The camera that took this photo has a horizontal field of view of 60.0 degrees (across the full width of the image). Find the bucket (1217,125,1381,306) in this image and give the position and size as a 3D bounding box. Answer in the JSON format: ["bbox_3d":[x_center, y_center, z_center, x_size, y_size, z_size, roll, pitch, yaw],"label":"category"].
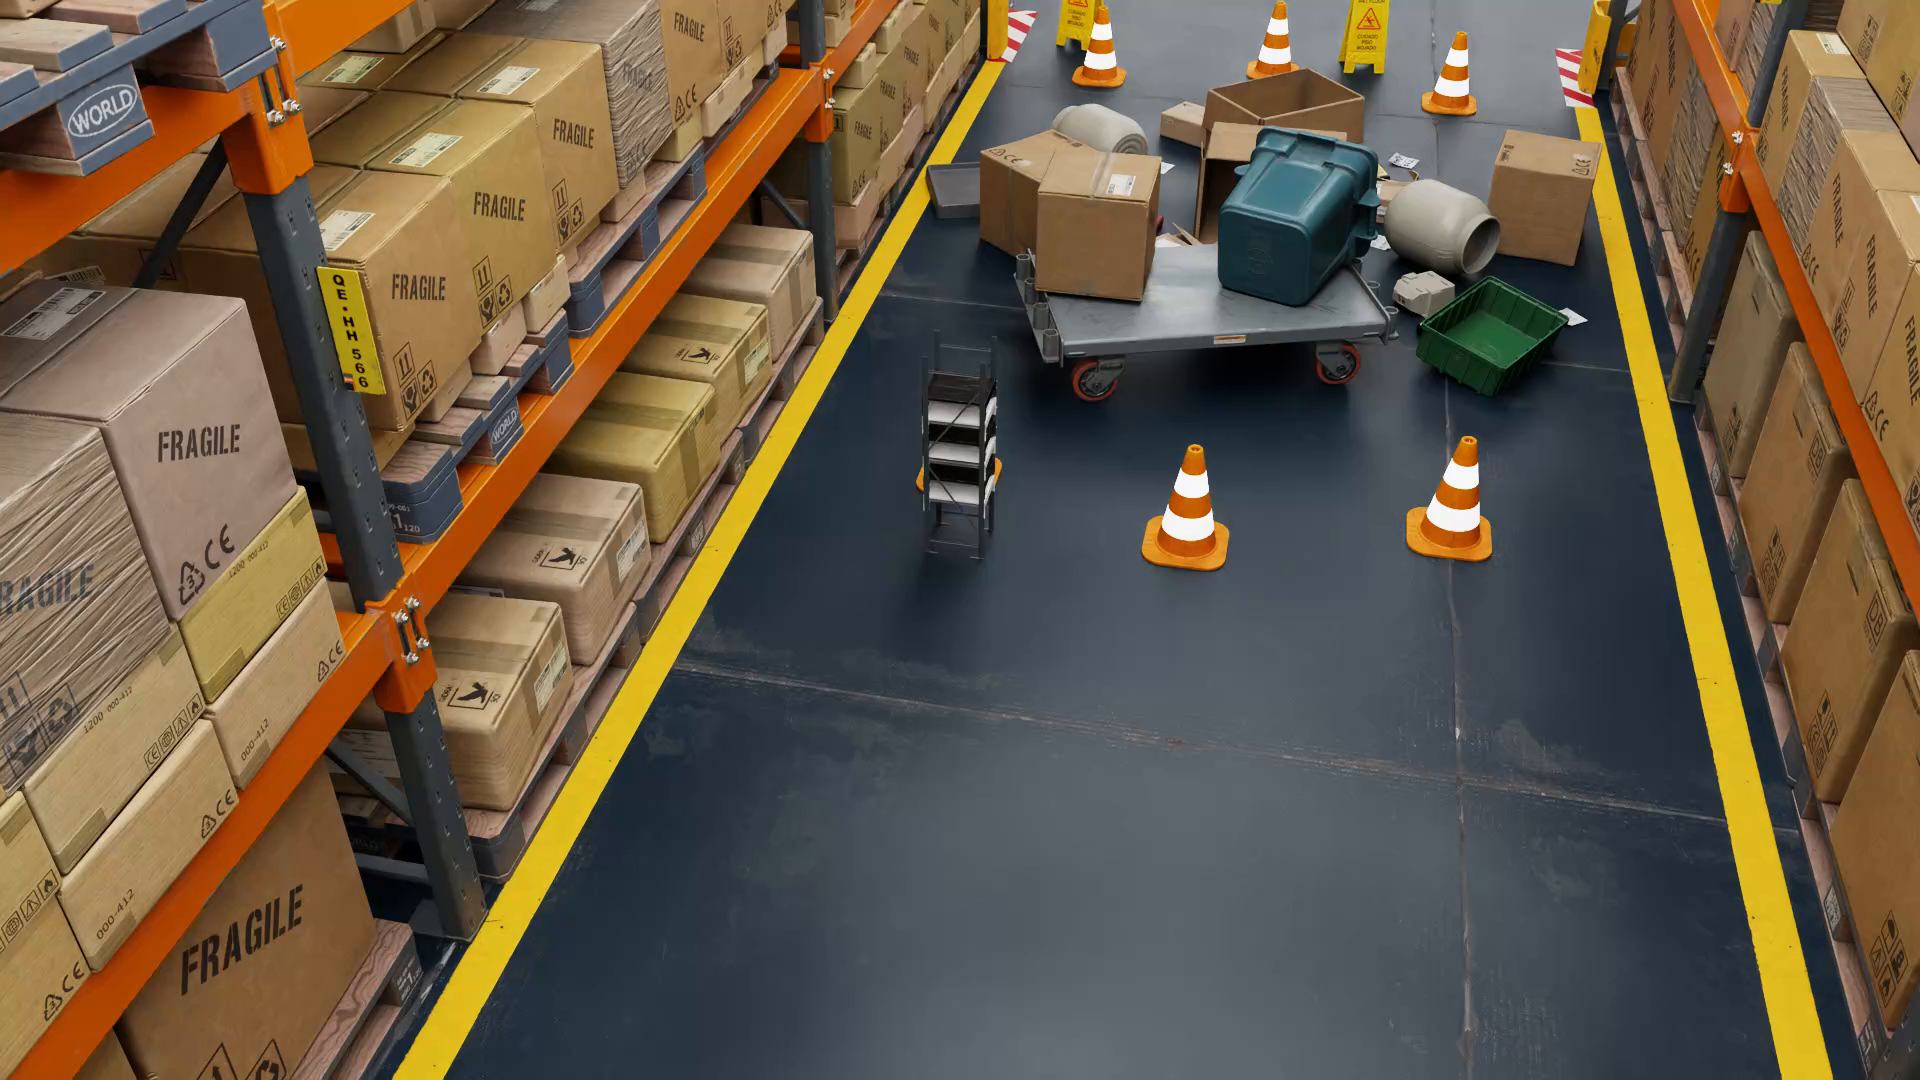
[{"bbox_3d":[1.529,-1.471,7.717,0.726,0.611,0.620,20,51,26],"label":"bucket"}]

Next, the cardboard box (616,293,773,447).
[{"bbox_3d":[-1.365,-0.769,7.136,0.950,0.372,0.625,10,37,13],"label":"cardboard box"}]

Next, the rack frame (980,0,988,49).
[{"bbox_3d":[-0.251,-4.669,10.637,1.000,3.000,0.127,7,37,10],"label":"rack frame"}]

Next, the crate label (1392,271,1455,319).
[{"bbox_3d":[2.329,-1.239,8.342,0.298,0.136,0.250,-17,39,-22],"label":"crate label"}]

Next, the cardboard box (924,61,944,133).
[{"bbox_3d":[-0.386,-2.632,9.811,0.500,0.250,0.500,6,36,8],"label":"cardboard box"}]

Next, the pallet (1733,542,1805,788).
[{"bbox_3d":[3.402,0.469,5.923,1.003,0.211,1.213,7,37,10],"label":"pallet"}]

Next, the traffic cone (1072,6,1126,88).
[{"bbox_3d":[0.917,-3.234,10.818,0.336,0.463,0.334,7,37,10],"label":"traffic cone"}]

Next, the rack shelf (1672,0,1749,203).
[{"bbox_3d":[4.179,-2.669,8.490,1.077,0.370,4.000,7,37,10],"label":"rack shelf"}]

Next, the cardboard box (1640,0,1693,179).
[{"bbox_3d":[4.340,-2.515,9.117,0.875,0.875,0.875,7,36,9],"label":"cardboard box"}]

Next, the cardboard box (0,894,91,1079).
[{"bbox_3d":[-2.031,0.882,3.105,0.500,0.250,0.500,7,37,9],"label":"cardboard box"}]

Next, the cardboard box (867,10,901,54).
[{"bbox_3d":[-0.523,-2.663,8.661,0.380,0.149,0.250,9,37,12],"label":"cardboard box"}]

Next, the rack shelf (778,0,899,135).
[{"bbox_3d":[-0.678,-3.232,9.266,1.077,0.370,4.000,7,37,10],"label":"rack shelf"}]

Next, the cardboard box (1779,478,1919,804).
[{"bbox_3d":[3.299,0.381,5.228,1.050,0.750,0.750,8,37,11],"label":"cardboard box"}]

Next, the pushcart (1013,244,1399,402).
[{"bbox_3d":[1.132,-1.057,7.887,1.648,0.377,0.936,-5,36,-6],"label":"pushcart"}]

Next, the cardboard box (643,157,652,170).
[{"bbox_3d":[-1.334,-1.394,5.973,0.380,0.149,0.250,6,36,8],"label":"cardboard box"}]

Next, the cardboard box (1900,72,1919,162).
[{"bbox_3d":[3.435,-1.389,5.173,0.700,0.500,0.500,8,37,10],"label":"cardboard box"}]

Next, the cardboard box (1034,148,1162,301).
[{"bbox_3d":[0.640,-1.465,7.700,0.500,0.500,0.500,7,37,10],"label":"cardboard box"}]

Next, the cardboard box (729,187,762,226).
[{"bbox_3d":[-1.242,-1.806,8.670,0.500,0.250,0.500,9,37,12],"label":"cardboard box"}]

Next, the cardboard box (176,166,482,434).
[{"bbox_3d":[-1.638,-0.643,4.385,0.500,0.500,0.500,6,36,9],"label":"cardboard box"}]

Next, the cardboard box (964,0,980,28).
[{"bbox_3d":[-0.168,-3.538,10.421,0.500,0.500,0.500,8,37,10],"label":"cardboard box"}]

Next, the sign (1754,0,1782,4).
[{"bbox_3d":[3.209,-2.265,6.514,0.100,0.325,0.005,7,37,10],"label":"sign"}]

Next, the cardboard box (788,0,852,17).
[{"bbox_3d":[-0.739,-2.754,7.656,0.500,0.500,0.500,7,37,10],"label":"cardboard box"}]

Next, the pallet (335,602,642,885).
[{"bbox_3d":[-1.792,0.598,5.745,1.003,0.211,1.213,7,37,10],"label":"pallet"}]

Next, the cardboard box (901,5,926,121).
[{"bbox_3d":[-0.501,-2.646,9.191,0.500,0.500,0.500,9,37,12],"label":"cardboard box"}]

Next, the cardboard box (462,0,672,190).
[{"bbox_3d":[-1.312,-1.534,5.613,0.500,0.500,0.500,6,36,8],"label":"cardboard box"}]

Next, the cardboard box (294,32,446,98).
[{"bbox_3d":[-1.928,-1.297,5.287,0.500,0.500,0.500,5,36,7],"label":"cardboard box"}]

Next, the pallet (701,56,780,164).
[{"bbox_3d":[-1.411,-1.879,6.949,1.003,0.211,1.213,7,37,10],"label":"pallet"}]

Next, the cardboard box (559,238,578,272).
[{"bbox_3d":[-1.458,-0.926,5.328,0.380,0.149,0.250,9,37,13],"label":"cardboard box"}]

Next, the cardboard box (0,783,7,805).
[{"bbox_3d":[-2.029,0.380,2.733,0.500,0.500,0.500,7,37,10],"label":"cardboard box"}]

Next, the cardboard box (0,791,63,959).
[{"bbox_3d":[-2.011,0.675,2.964,0.500,0.250,0.500,6,36,9],"label":"cardboard box"}]

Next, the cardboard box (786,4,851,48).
[{"bbox_3d":[-0.725,-2.415,7.740,0.380,0.149,0.250,7,37,10],"label":"cardboard box"}]

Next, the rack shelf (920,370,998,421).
[{"bbox_3d":[-0.002,-0.551,6.341,0.258,0.077,0.200,7,37,10],"label":"rack shelf"}]

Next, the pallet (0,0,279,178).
[{"bbox_3d":[-2.046,-0.845,2.965,1.213,0.211,1.003,9,37,12],"label":"pallet"}]

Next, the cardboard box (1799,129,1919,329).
[{"bbox_3d":[3.160,-1.011,5.503,0.500,0.500,0.500,7,37,10],"label":"cardboard box"}]

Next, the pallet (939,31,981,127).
[{"bbox_3d":[-0.476,-3.035,10.758,1.003,0.211,1.213,7,37,10],"label":"pallet"}]

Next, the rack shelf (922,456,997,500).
[{"bbox_3d":[-0.002,-0.260,6.552,0.258,0.077,0.200,7,37,10],"label":"rack shelf"}]

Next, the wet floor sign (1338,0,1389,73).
[{"bbox_3d":[2.678,-3.418,10.917,0.267,0.644,0.232,1,36,2],"label":"wet floor sign"}]

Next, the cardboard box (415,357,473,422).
[{"bbox_3d":[-1.616,-0.472,4.702,0.380,0.149,0.250,5,36,7],"label":"cardboard box"}]

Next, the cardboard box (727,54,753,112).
[{"bbox_3d":[-1.039,-1.814,6.553,0.380,0.149,0.250,7,36,9],"label":"cardboard box"}]

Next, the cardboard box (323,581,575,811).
[{"bbox_3d":[-1.830,0.488,5.402,0.950,0.372,0.625,5,36,7],"label":"cardboard box"}]

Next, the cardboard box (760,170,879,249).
[{"bbox_3d":[-0.716,-1.737,8.576,0.500,0.250,0.500,6,36,8],"label":"cardboard box"}]

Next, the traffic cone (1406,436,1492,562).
[{"bbox_3d":[1.990,-0.207,6.641,0.336,0.463,0.334,7,37,10],"label":"traffic cone"}]

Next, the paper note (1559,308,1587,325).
[{"bbox_3d":[3.011,-1.111,8.256,0.147,0.020,0.142,-17,39,-22],"label":"paper note"}]

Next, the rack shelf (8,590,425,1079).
[{"bbox_3d":[-2.387,1.355,2.938,1.077,0.370,4.000,7,37,10],"label":"rack shelf"}]

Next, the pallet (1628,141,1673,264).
[{"bbox_3d":[4.249,-1.812,9.071,1.003,0.211,1.213,7,37,10],"label":"pallet"}]

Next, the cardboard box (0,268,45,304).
[{"bbox_3d":[-2.304,-0.276,3.638,0.500,0.500,0.500,6,36,8],"label":"cardboard box"}]

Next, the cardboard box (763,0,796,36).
[{"bbox_3d":[-0.980,-2.414,6.828,0.500,0.500,0.500,7,36,9],"label":"cardboard box"}]

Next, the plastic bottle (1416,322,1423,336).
[{"bbox_3d":[2.336,-0.971,8.038,0.133,0.061,0.283,-11,37,-14],"label":"plastic bottle"}]

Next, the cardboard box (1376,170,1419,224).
[{"bbox_3d":[2.320,-1.923,9.177,0.396,0.266,0.258,14,38,18],"label":"cardboard box"}]

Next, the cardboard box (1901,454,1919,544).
[{"bbox_3d":[2.839,-0.139,4.300,0.500,0.500,0.500,7,37,10],"label":"cardboard box"}]

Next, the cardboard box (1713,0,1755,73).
[{"bbox_3d":[3.914,-2.406,7.385,0.875,0.550,0.550,7,37,10],"label":"cardboard box"}]

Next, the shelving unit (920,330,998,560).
[{"bbox_3d":[-0.002,-0.360,6.479,0.258,0.900,0.210,7,37,10],"label":"shelving unit"}]
